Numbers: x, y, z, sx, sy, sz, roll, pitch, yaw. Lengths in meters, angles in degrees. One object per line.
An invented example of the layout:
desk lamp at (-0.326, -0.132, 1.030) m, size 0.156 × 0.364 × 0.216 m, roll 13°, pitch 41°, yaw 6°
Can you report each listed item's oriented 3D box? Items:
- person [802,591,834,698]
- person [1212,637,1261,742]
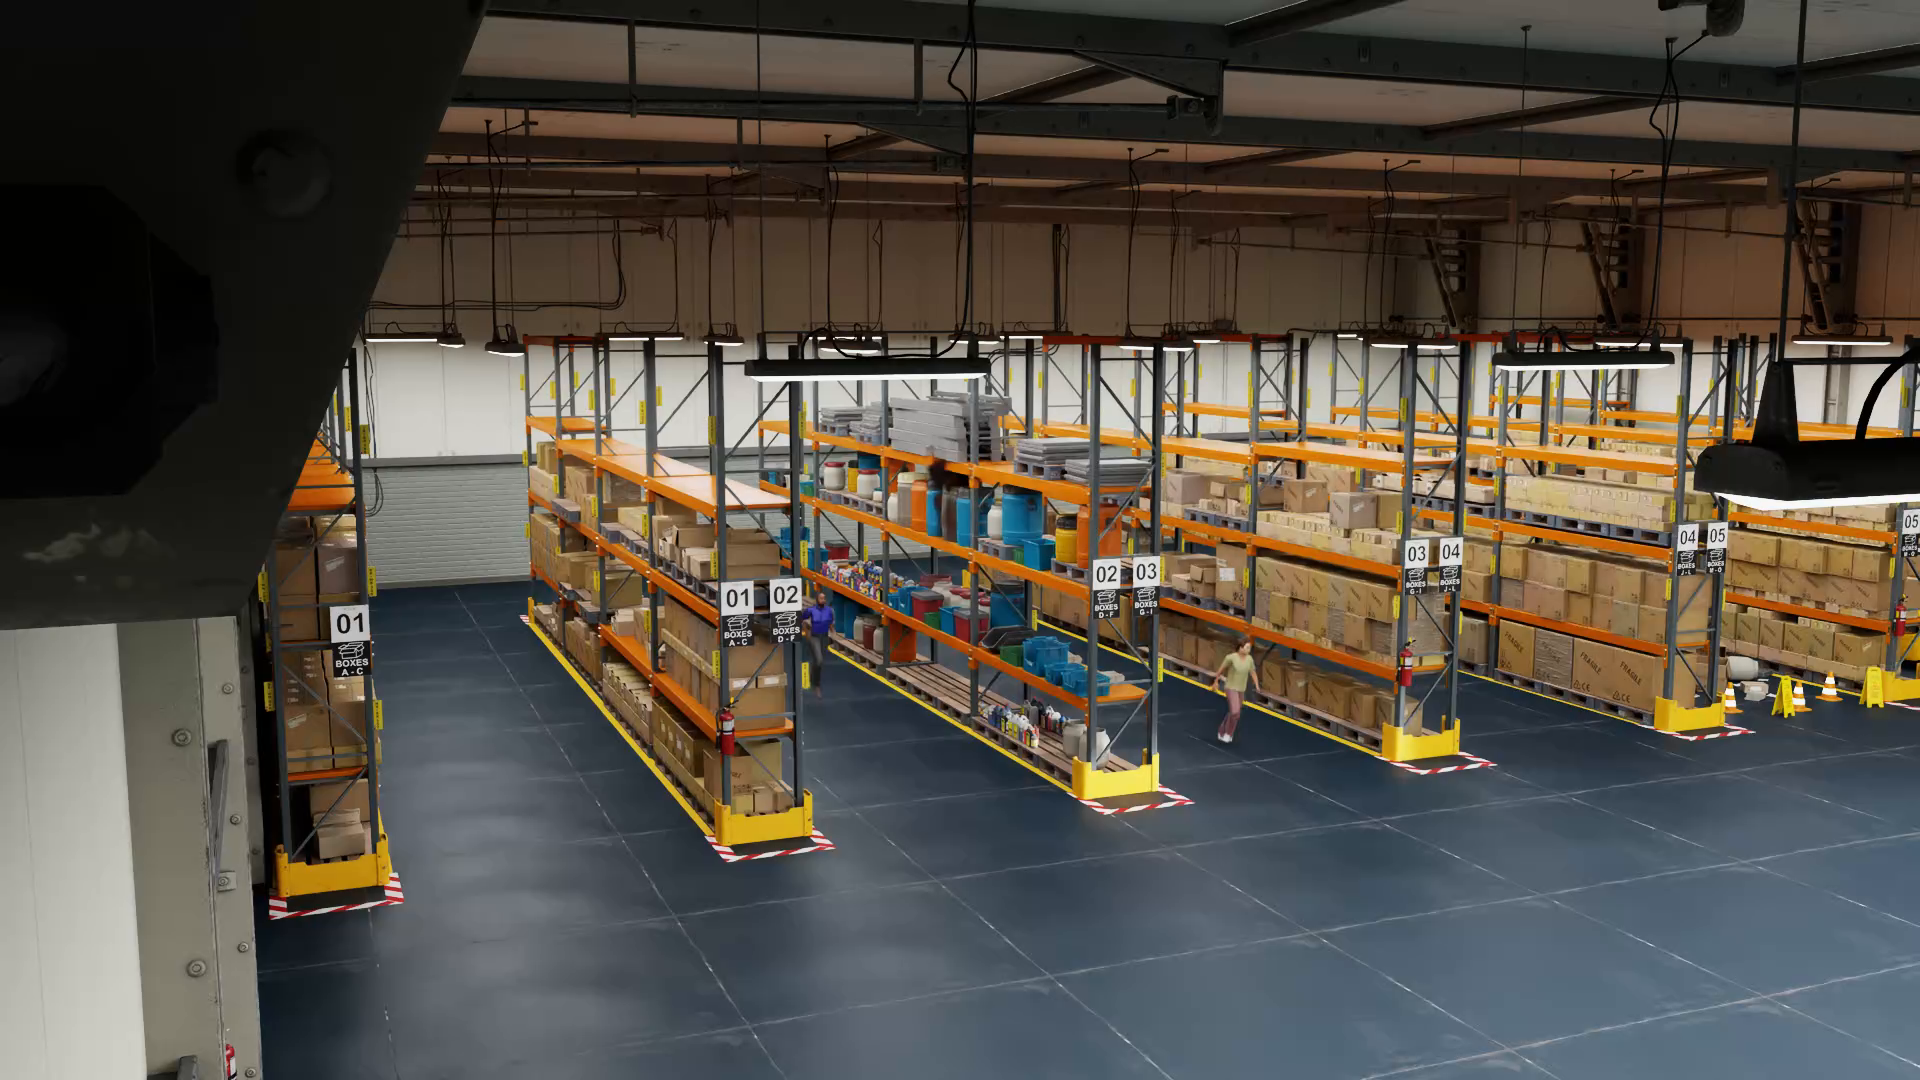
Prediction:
person at (-2.280, 1.683, 26.979) m, size 0.488 × 1.731 × 0.783 m, roll -5°, pitch 9°, yaw -31°
person at (4.125, 2.232, 24.746) m, size 0.546 × 1.589 × 0.695 m, roll -4°, pitch 8°, yaw -26°
